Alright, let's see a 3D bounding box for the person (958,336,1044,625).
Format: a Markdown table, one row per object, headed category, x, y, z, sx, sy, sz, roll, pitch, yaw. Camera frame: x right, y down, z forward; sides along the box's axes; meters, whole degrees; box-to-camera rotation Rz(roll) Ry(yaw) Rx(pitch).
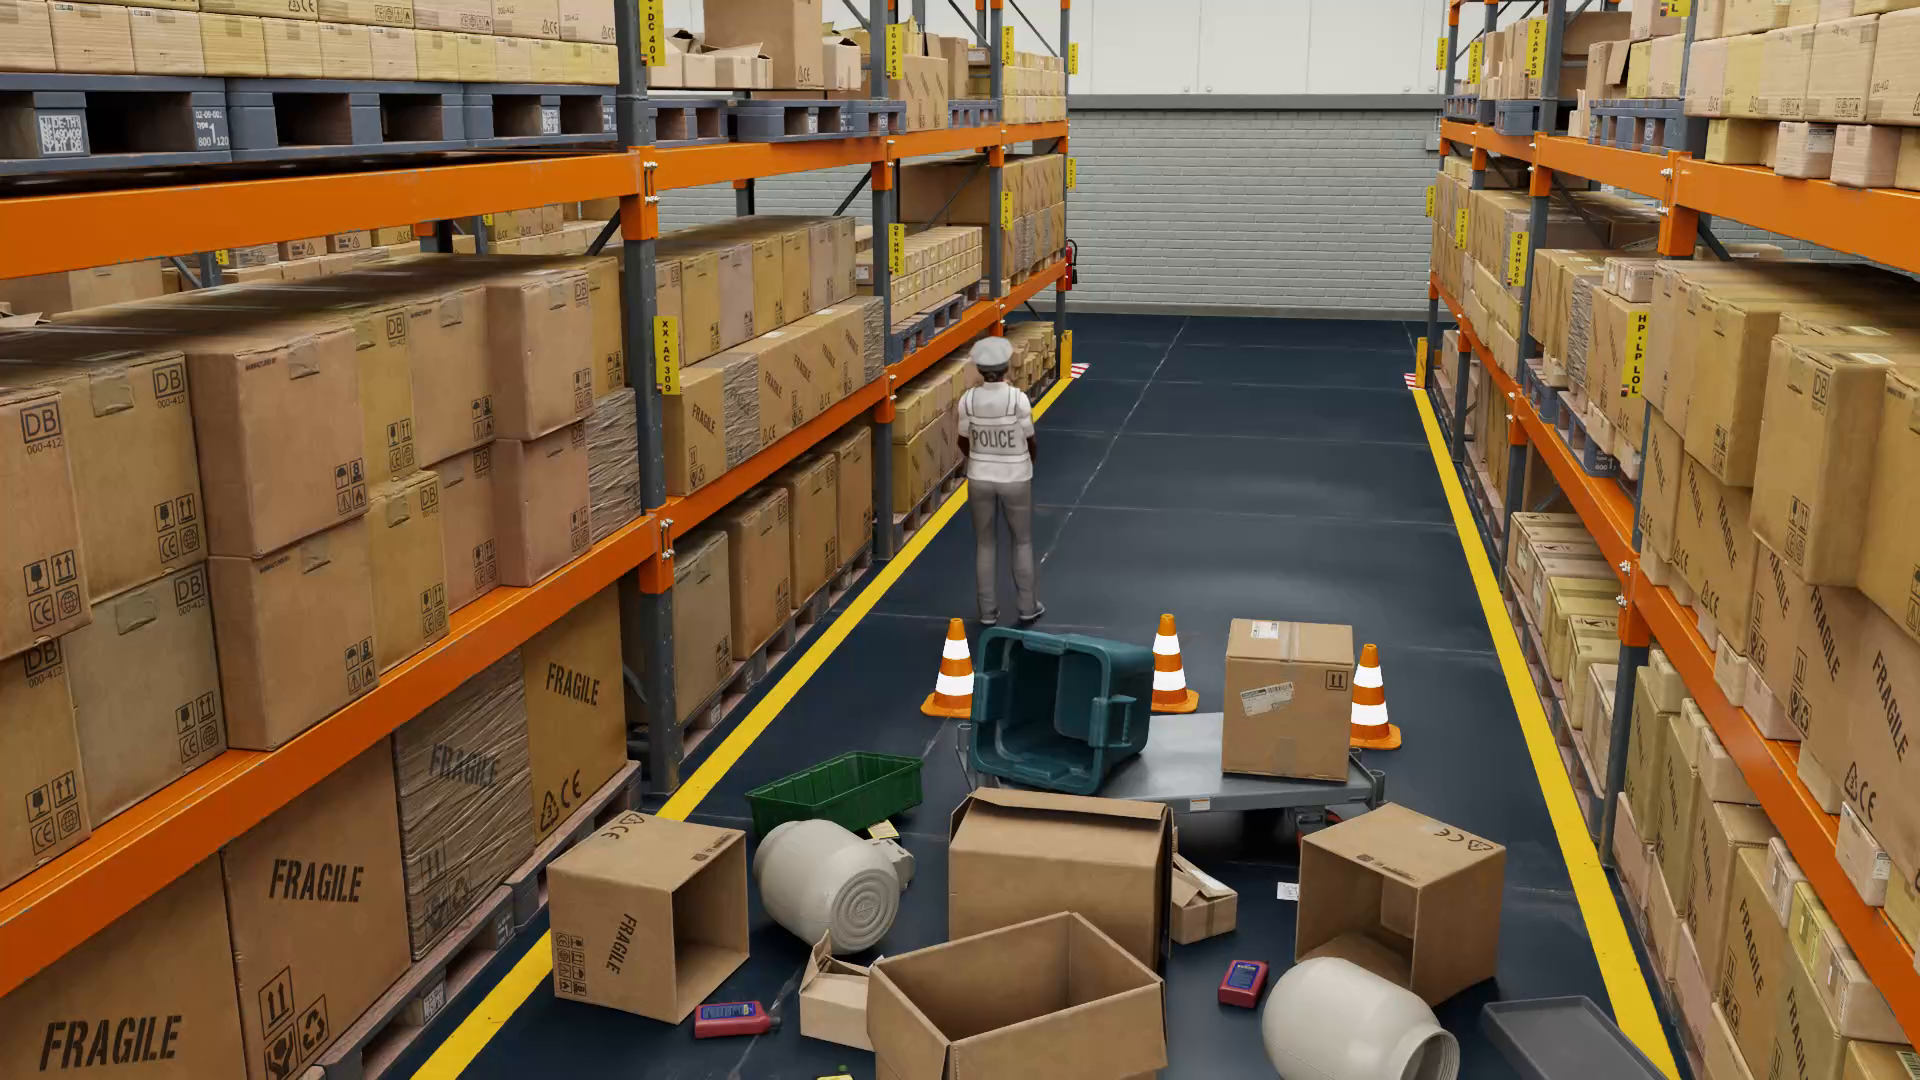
| category | x | y | z | sx | sy | sz | roll | pitch | yaw |
| --- | --- | --- | --- | --- | --- | --- | --- | --- | --- |
| person | 0.236 | -0.352 | 9.755 | 0.495 | 1.702 | 0.489 | 3 | 15 | 11 |
